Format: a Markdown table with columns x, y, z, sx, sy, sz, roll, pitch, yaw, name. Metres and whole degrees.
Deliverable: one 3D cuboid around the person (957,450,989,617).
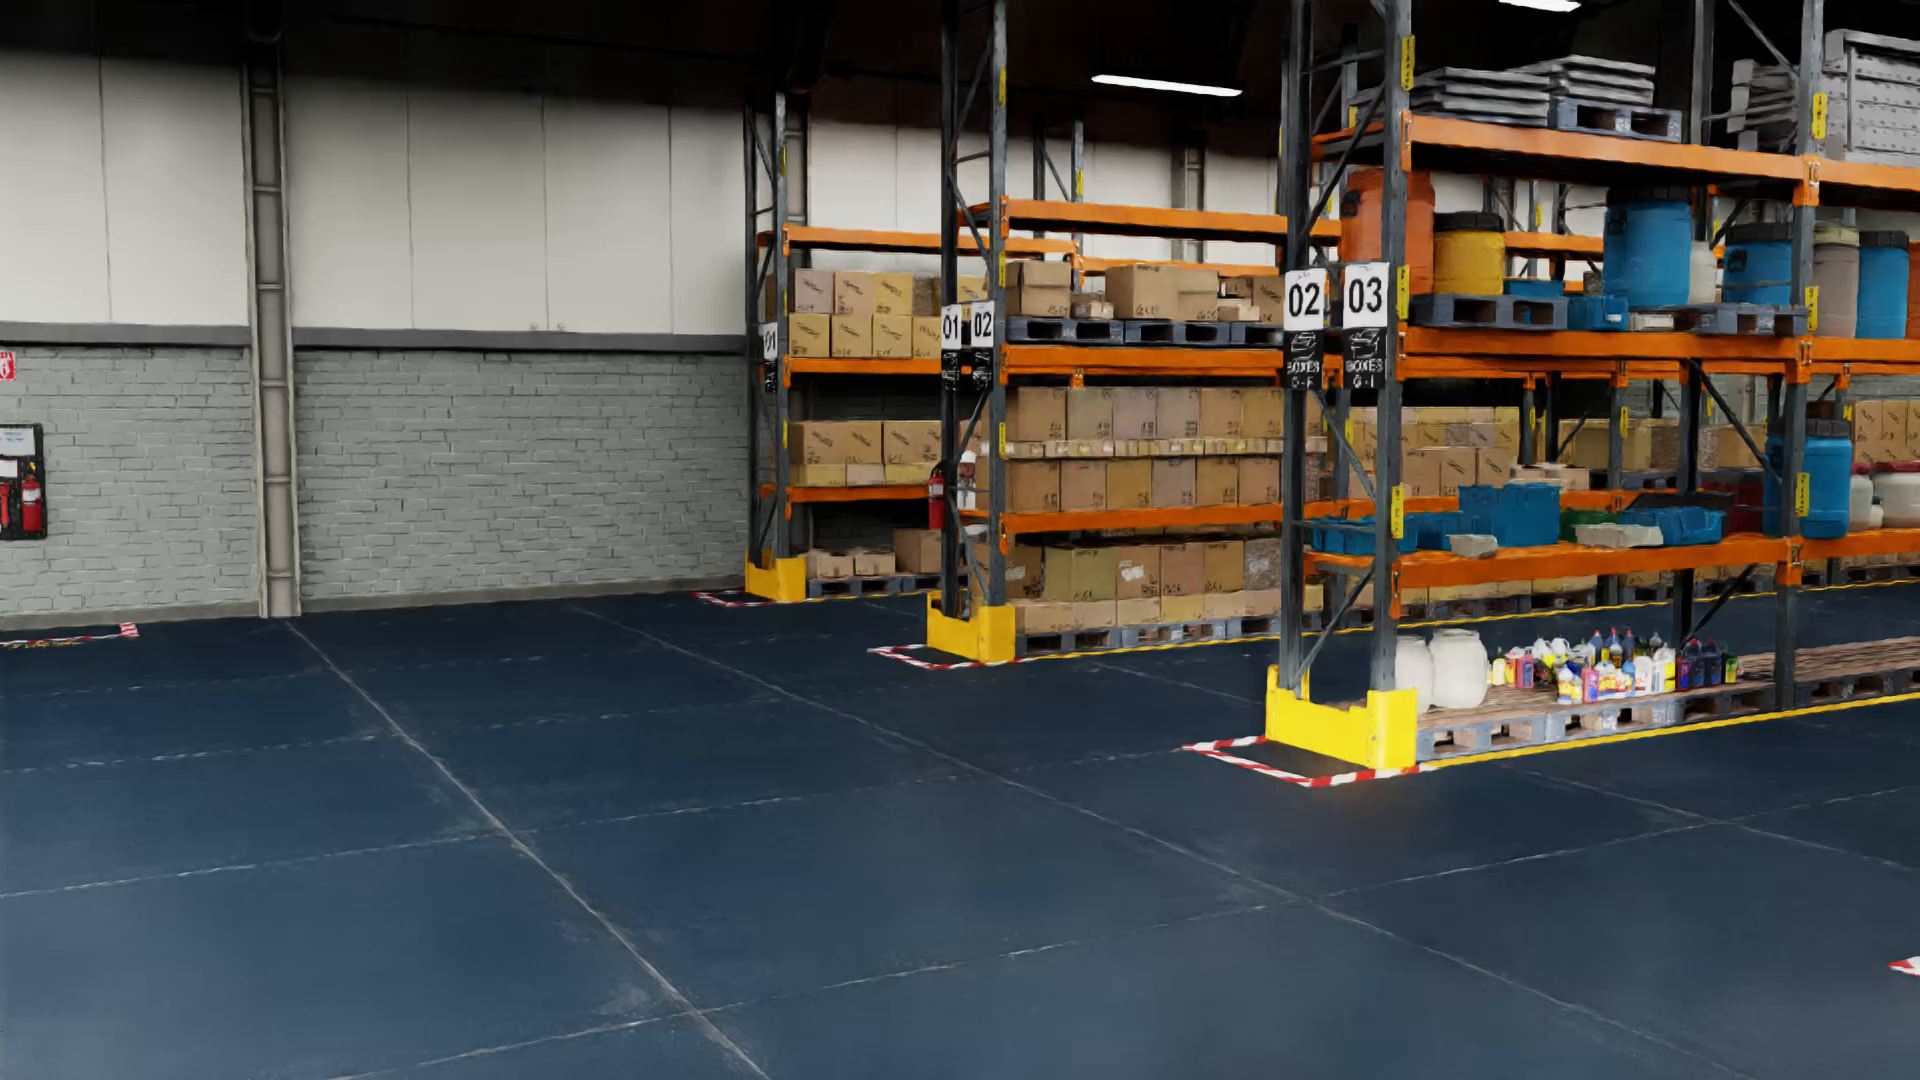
| x | y | z | sx | sy | sz | roll | pitch | yaw | name |
| --- | --- | --- | --- | --- | --- | --- | --- | --- | --- |
| 0.034 | -0.064 | 17.721 | 0.658 | 1.779 | 0.403 | 1 | 5 | 8 | person |
